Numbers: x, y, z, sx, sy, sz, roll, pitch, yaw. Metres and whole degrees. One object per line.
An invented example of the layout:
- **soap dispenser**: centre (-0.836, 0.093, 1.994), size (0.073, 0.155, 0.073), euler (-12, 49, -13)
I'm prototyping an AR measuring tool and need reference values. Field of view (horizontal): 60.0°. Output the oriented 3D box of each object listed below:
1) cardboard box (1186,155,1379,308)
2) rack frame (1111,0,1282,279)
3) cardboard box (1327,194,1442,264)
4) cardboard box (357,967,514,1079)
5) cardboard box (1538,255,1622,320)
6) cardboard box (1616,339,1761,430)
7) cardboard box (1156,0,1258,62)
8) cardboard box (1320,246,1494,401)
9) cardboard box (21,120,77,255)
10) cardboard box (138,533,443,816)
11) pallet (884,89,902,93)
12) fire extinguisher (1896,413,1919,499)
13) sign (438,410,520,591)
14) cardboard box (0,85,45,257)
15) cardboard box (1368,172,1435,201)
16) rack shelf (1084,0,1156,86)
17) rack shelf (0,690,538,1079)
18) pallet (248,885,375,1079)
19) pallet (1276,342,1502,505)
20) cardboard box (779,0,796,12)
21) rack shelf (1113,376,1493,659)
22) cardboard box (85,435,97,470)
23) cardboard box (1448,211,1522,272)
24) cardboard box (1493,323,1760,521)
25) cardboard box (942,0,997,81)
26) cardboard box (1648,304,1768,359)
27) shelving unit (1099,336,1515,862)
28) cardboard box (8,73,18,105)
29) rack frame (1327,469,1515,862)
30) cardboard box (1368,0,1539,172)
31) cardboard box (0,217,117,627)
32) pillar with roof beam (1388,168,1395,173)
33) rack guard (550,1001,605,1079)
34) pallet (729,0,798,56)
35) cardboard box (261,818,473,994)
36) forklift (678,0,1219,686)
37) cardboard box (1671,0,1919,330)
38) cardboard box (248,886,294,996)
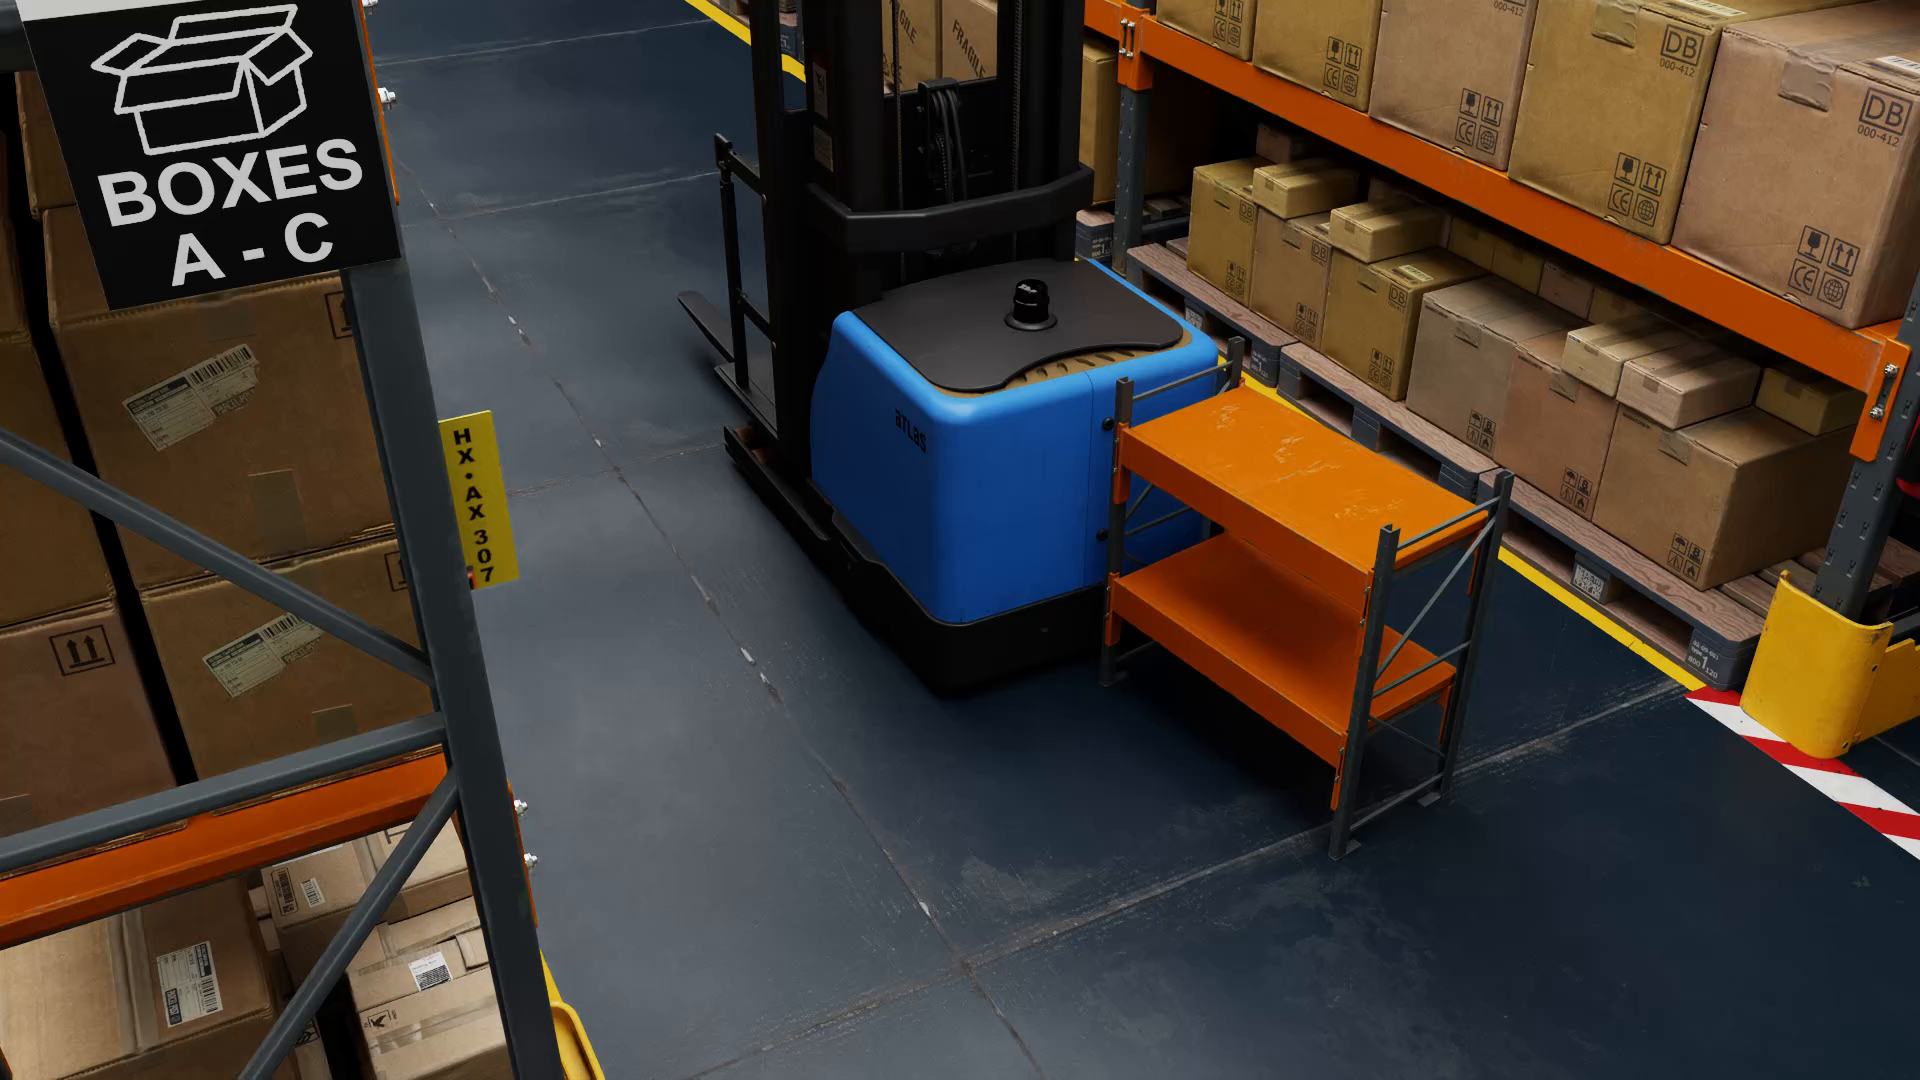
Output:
- **cardboard box**: centre (1.490, -1.458, 7.672), size (0.700, 0.500, 0.500), euler (-15, 36, -23)
- **rack frame**: centre (1.232, -2.716, 7.709), size (1.000, 3.000, 0.127), euler (-16, 36, -23)
- **cardboard box**: centre (1.731, -1.272, 6.782), size (0.380, 0.149, 0.250), euler (-17, 36, -24)
- **cardboard box**: centre (-1.175, 1.170, 3.879), size (0.380, 0.149, 0.250), euler (-16, 36, -23)
- **cardboard box**: centre (2.444, -0.986, 6.336), size (0.380, 0.149, 0.250), euler (-15, 36, -22)
- **cardboard box**: centre (2.461, -0.529, 5.621), size (0.380, 0.149, 0.250), euler (-16, 36, -24)
- **cardboard box**: centre (1.470, -2.579, 7.217), size (0.980, 0.700, 0.700), euler (-15, 36, -22)
- **cardboard box**: centre (1.958, -0.972, 6.914), size (0.700, 0.500, 0.500), euler (-15, 36, -22)
- **cardboard box**: centre (-1.508, -0.548, 3.305), size (0.500, 0.500, 0.500), euler (-15, 36, -23)
- **cardboard box**: centre (-1.258, 0.120, 3.189), size (0.500, 0.500, 0.500), euler (-15, 36, -22)
- **pallet**: centre (0.232, -2.474, 9.916), size (1.003, 0.211, 1.213), euler (-16, 36, -23)
- **fire extinguisher**: centre (2.759, -0.429, 4.557), size (0.296, 0.674, 0.183), euler (-16, 36, -23)
- **sign**: centre (-0.804, -0.060, 2.761), size (0.100, 0.325, 0.005), euler (-16, 36, -23)
- **cardboard box**: centre (-2.217, -0.653, 3.469), size (0.500, 0.500, 0.500), euler (-15, 36, -22)
- **cardboard box**: centre (1.968, -1.473, 7.096), size (0.380, 0.149, 0.250), euler (-17, 36, -25)
- **rack shelf**: centre (0.299, -3.368, 9.393), size (1.077, 0.370, 4.000), euler (-16, 36, -23)
- **rack shelf**: centre (-2.217, -0.211, 4.465), size (1.077, 0.370, 4.000), euler (-16, 36, -23)
- **pallet**: centre (-1.692, 1.198, 4.184), size (1.003, 0.211, 1.213), euler (-16, 36, -23)
- **pallet**: centre (2.090, -0.576, 6.954), size (1.003, 0.211, 1.213), euler (-16, 36, -23)
- **cardboard box**: centre (-1.015, -4.088, 11.760), size (0.700, 0.500, 0.500), euler (-15, 36, -22)
- **rack shelf**: centre (0.973, -0.098, 4.818), size (0.538, 0.278, 1.000), euler (-22, 39, -30)
- **cardboard box**: centre (-1.979, 0.007, 3.366), size (0.500, 0.500, 0.500), euler (-16, 36, -23)
- **cardboard box**: centre (2.207, -1.230, 6.715), size (0.380, 0.149, 0.250), euler (-17, 36, -24)
- **cardboard box**: centre (2.448, -0.479, 6.145), size (0.700, 0.500, 0.500), euler (-16, 36, -23)
- **cardboard box**: centre (0.396, -2.689, 9.269), size (0.750, 0.750, 0.750), euler (-15, 35, -22)
- **cardboard box**: centre (2.680, -0.746, 5.960), size (0.380, 0.149, 0.250), euler (-16, 36, -23)
- **shelving unit**: centre (0.973, 0.148, 4.976), size (0.538, 1.125, 1.048), euler (-22, 39, -30)
- **cardboard box**: centre (-2.698, -1.144, 4.236), size (0.500, 0.500, 0.500), euler (-17, 36, -24)
- **rack frame**: centre (1.275, 0.369, 4.632), size (0.500, 1.125, 0.032), euler (-22, 39, -30)
- **cardboard box**: centre (2.153, -1.885, 6.133), size (0.980, 0.700, 0.700), euler (-18, 37, -25)
- **cardboard box**: centre (-1.735, -0.166, 2.708), size (0.500, 0.500, 0.500), euler (-16, 36, -24)
- **pillar with roof beam**: centre (-1.485, -4.043, 4.218), size (9.100, 9.000, 0.400), euler (-16, 36, -23)
- **rack guard**: centre (-1.319, 1.457, 3.513), size (1.175, 0.500, 0.348), euler (-16, 36, -23)
- **pallet**: centre (-0.997, -3.824, 12.023), size (1.003, 0.211, 1.213), euler (-16, 36, -23)
- **cardboard box**: centre (-1.520, 0.844, 4.293), size (0.500, 0.250, 0.500), euler (-16, 36, -23)
- **forklift**: centre (-0.292, -1.535, 5.929), size (1.130, 2.935, 3.031), euler (-16, 36, -23)
- **cardboard box**: centre (2.850, -1.174, 5.024), size (0.980, 0.700, 0.700), euler (-14, 35, -21)
- **cardboard box**: centre (-1.865, 1.035, 4.073), size (0.380, 0.166, 0.250), euler (-16, 36, -23)
